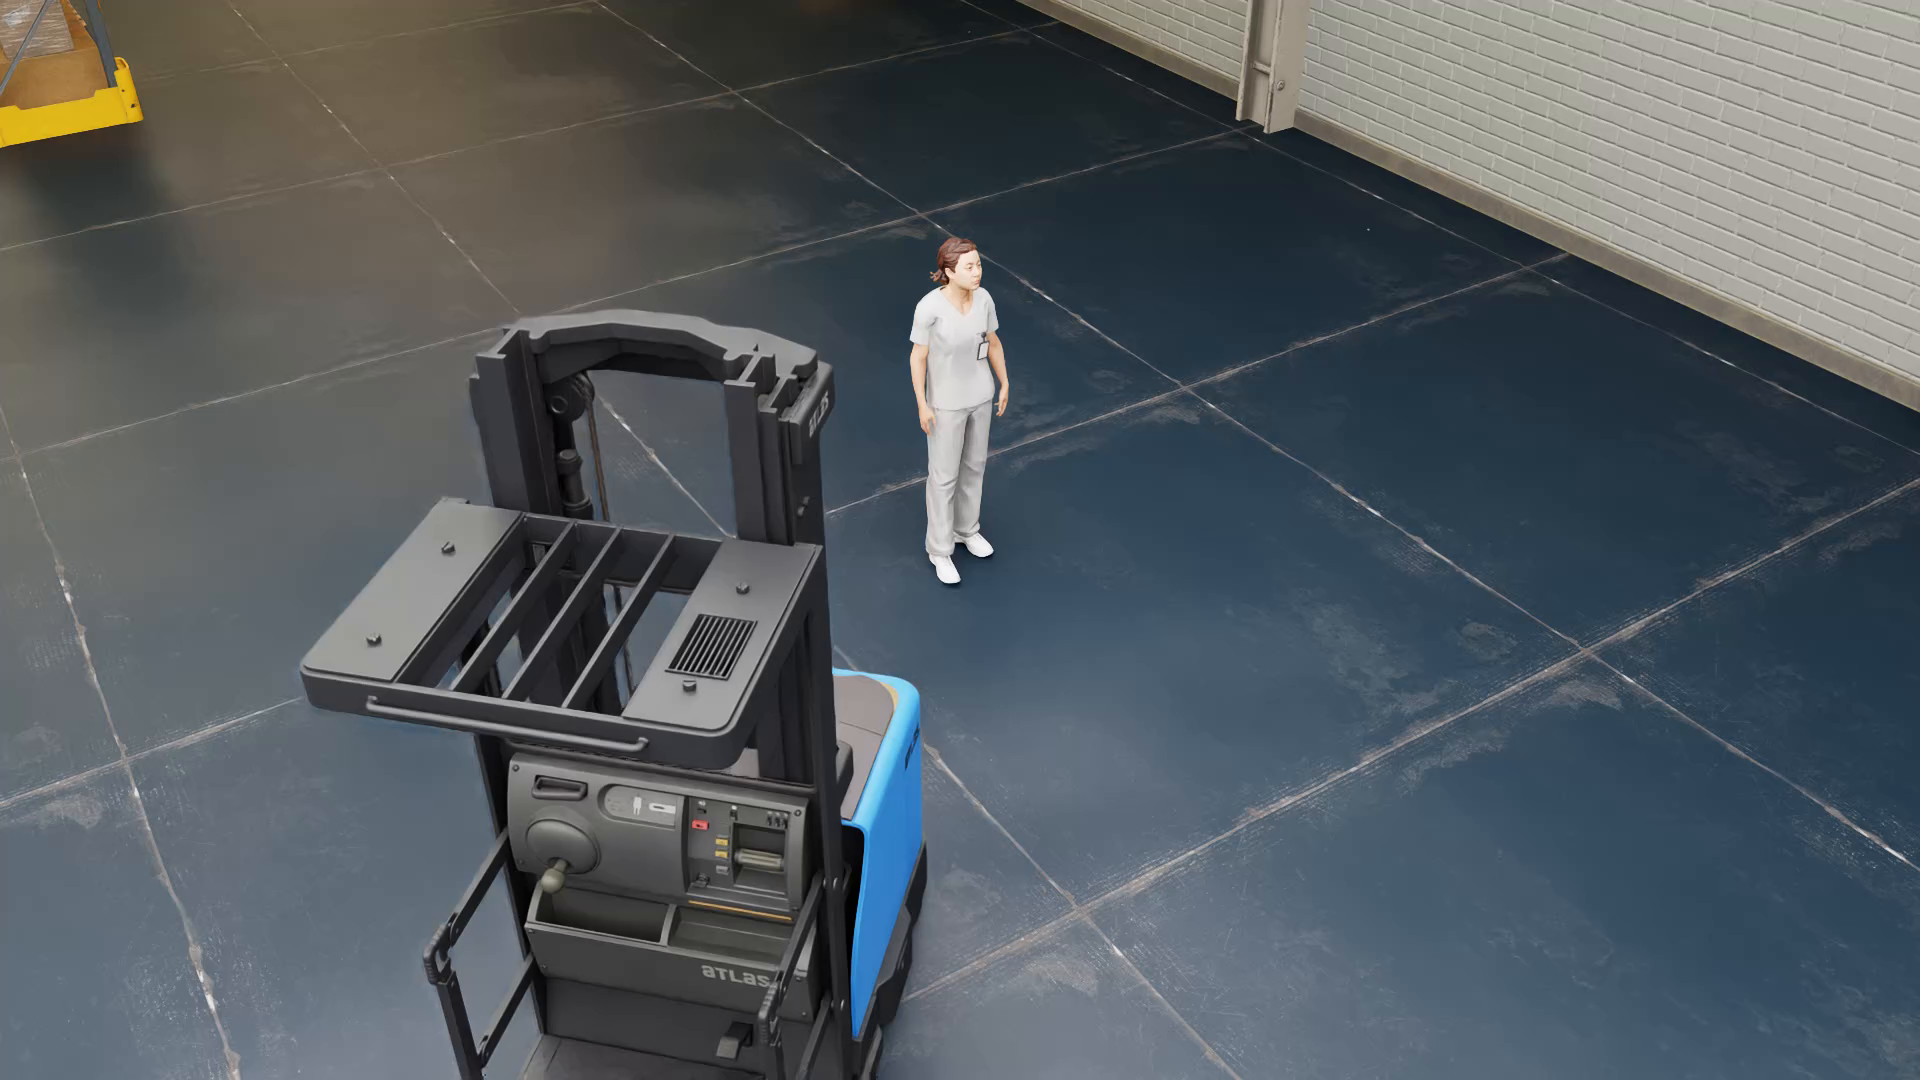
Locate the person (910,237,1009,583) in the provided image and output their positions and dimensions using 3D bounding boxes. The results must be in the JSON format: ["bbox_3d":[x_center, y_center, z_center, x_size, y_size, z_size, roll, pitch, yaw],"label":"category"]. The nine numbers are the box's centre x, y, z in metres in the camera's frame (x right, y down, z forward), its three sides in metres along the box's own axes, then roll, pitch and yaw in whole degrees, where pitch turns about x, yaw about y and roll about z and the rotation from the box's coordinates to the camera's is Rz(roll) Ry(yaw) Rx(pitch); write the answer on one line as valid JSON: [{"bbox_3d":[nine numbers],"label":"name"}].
[{"bbox_3d":[0.029,-0.647,8.158,0.550,1.664,0.549,-21,40,-27],"label":"person"}]

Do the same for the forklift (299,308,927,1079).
[{"bbox_3d":[-0.951,0.958,4.784,1.130,2.935,3.031,7,36,10],"label":"forklift"}]
